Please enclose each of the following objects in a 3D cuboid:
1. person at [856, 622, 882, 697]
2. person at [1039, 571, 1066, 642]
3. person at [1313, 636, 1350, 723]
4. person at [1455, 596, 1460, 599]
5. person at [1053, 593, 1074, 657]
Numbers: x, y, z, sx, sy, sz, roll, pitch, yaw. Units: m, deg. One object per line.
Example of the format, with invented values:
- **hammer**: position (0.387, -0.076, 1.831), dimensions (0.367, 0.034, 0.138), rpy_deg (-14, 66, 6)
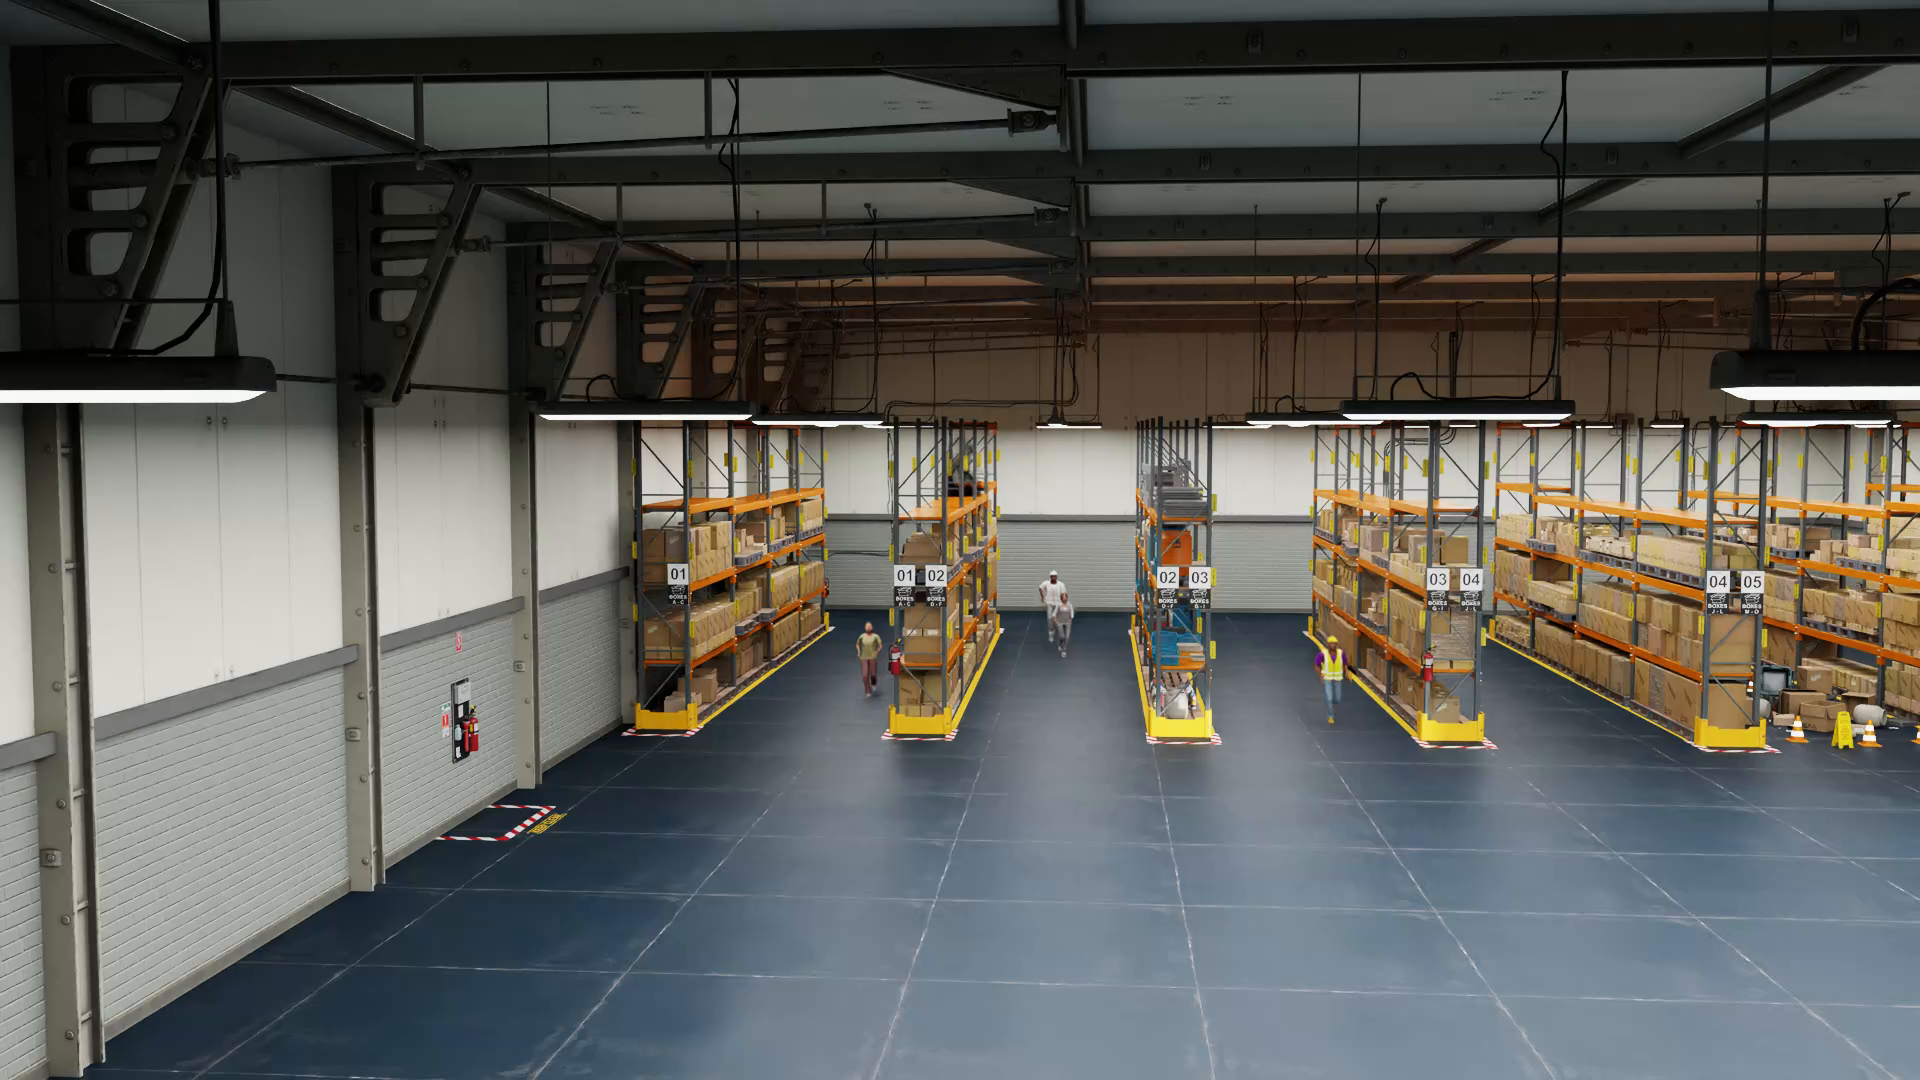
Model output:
- **person**: position (-1.970, 2.564, 35.919), dimensions (0.578, 1.618, 0.579), rpy_deg (0, 4, 3)
- **person**: position (2.455, 1.728, 43.778), dimensions (0.679, 1.851, 0.783), rpy_deg (0, 4, -8)
- **person**: position (7.303, 2.733, 32.779), dimensions (0.682, 1.712, 0.623), rpy_deg (0, 4, -2)
- **person**: position (13.952, 1.860, 47.180), dimensions (0.517, 1.567, 0.692), rpy_deg (-2, 4, -22)
- **person**: position (2.507, 2.042, 40.171), dimensions (0.520, 1.562, 0.507), rpy_deg (0, 4, -6)
